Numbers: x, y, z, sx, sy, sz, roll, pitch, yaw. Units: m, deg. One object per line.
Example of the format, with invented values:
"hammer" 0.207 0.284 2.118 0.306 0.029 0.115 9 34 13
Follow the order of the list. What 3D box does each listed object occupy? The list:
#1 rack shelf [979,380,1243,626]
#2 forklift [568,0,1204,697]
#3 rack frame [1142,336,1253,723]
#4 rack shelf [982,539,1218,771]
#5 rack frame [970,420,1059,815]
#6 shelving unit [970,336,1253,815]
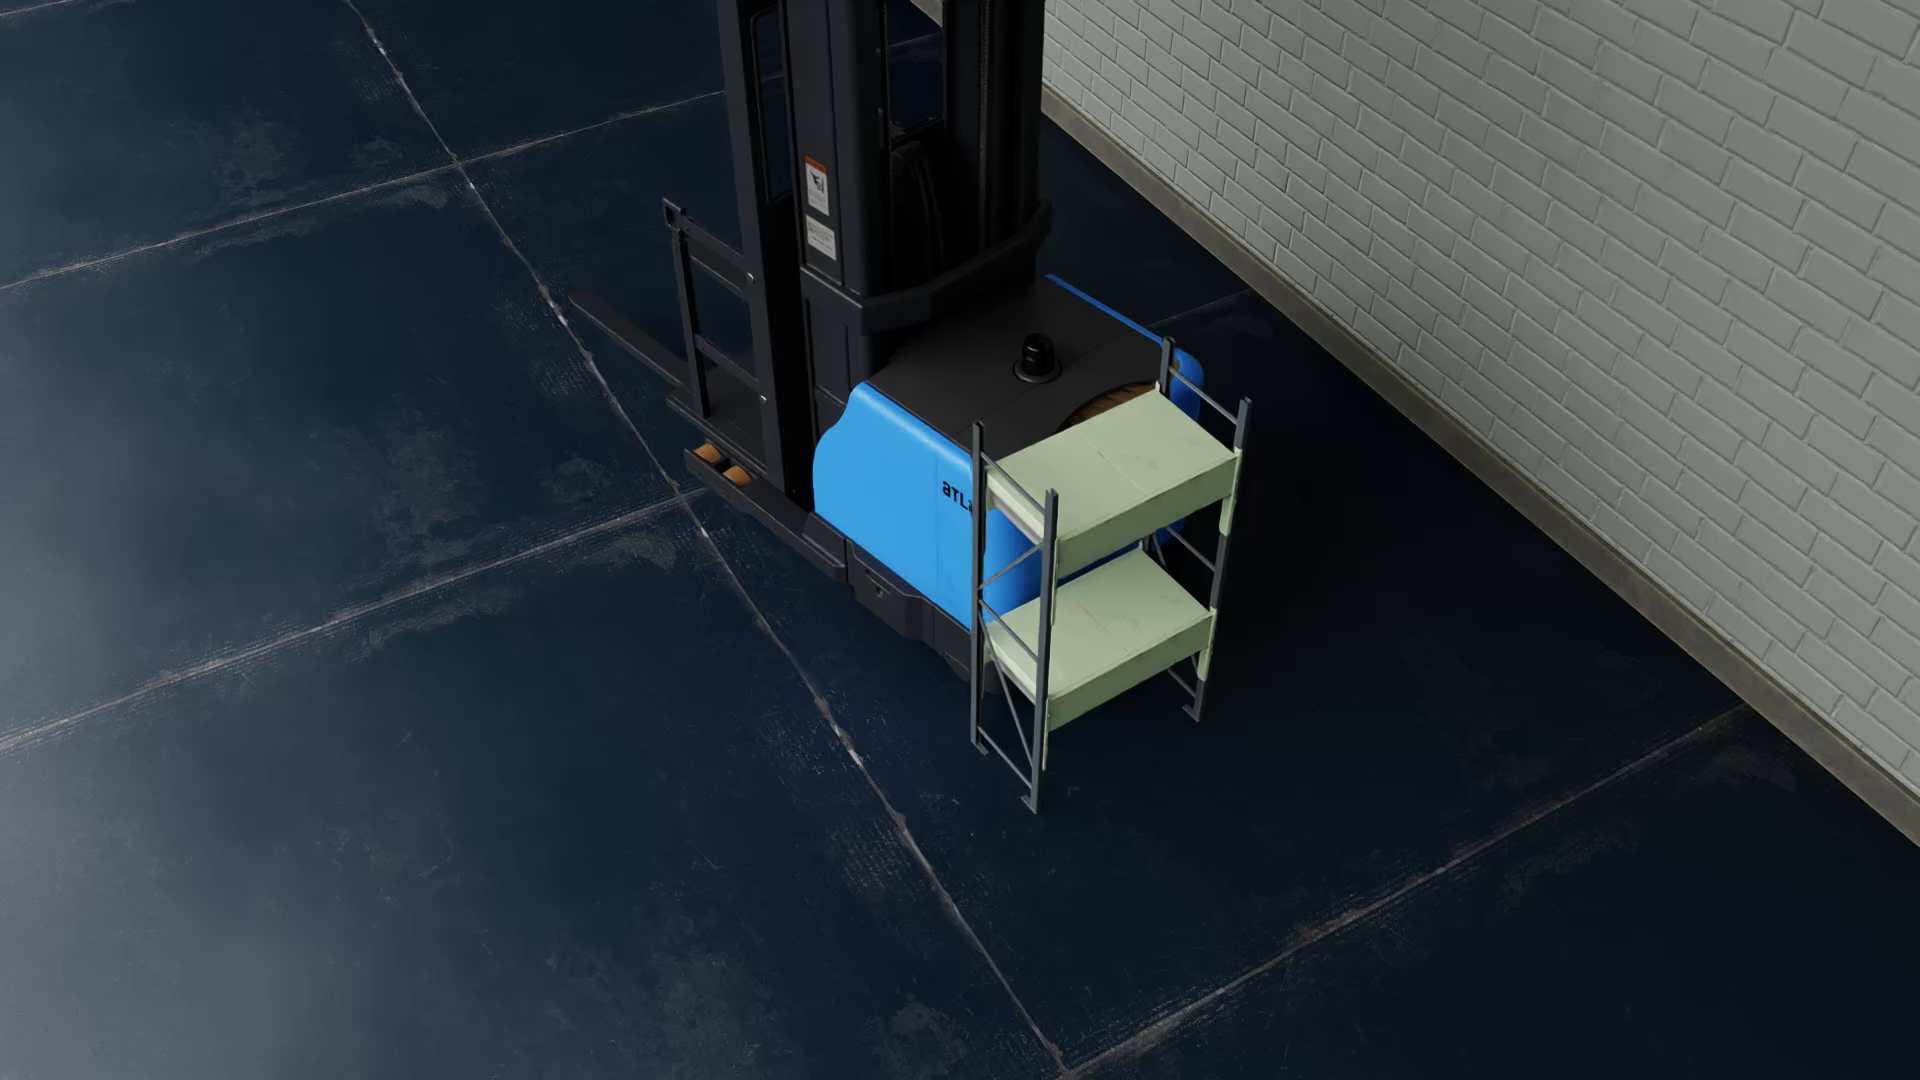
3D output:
"rack shelf" 0.462 -0.126 5.243 0.720 0.370 0.431 -25 50 -24
"forklift" -0.504 -1.412 6.101 1.130 2.935 3.031 -34 53 -30
"rack frame" 0.765 0.010 5.662 0.023 1.500 0.400 -25 50 -24
"rack shelf" 0.462 0.388 5.742 0.720 0.370 0.431 -25 50 -24
"rack frame" 0.160 0.297 5.367 0.023 1.500 0.400 -25 50 -24
"shelving unit" 0.462 0.154 5.515 0.755 1.500 0.431 -25 50 -24
